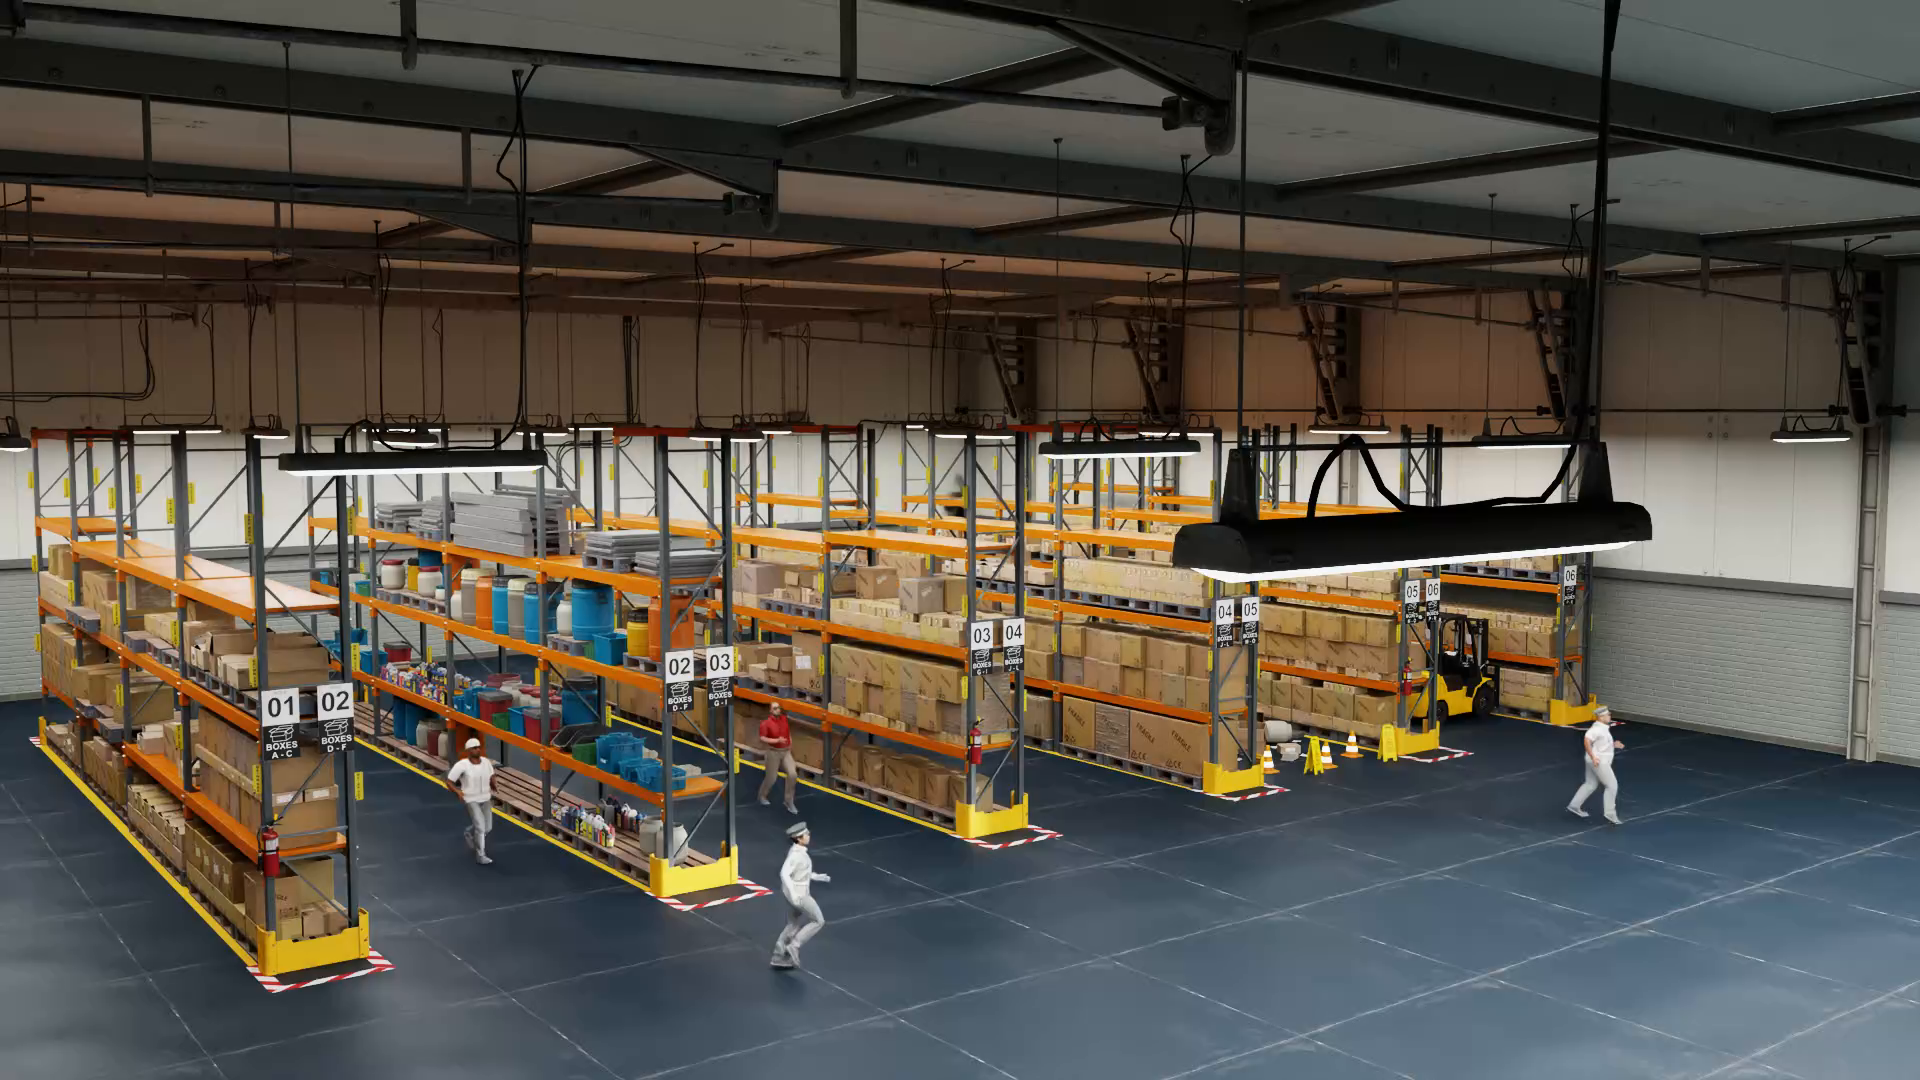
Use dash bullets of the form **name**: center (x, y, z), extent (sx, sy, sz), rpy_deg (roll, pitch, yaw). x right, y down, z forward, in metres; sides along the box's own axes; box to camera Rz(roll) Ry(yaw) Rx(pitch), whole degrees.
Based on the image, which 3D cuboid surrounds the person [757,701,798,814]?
- **person**: center (-2.887, 3.432, 26.298), extent (0.670, 1.776, 0.822), rpy_deg (-4, 6, -39)

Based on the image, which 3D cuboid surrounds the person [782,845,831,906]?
- **person**: center (-1.723, 3.759, 18.801), extent (0.551, 0.622, 0.487), rpy_deg (-1, 5, -14)

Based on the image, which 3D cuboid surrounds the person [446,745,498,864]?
- **person**: center (-6.803, 3.657, 23.297), extent (0.796, 1.696, 0.711), rpy_deg (4, 6, 41)

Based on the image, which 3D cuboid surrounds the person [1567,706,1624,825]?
- **person**: center (9.783, 3.452, 25.561), extent (0.802, 1.840, 0.440), rpy_deg (1, 5, 9)
